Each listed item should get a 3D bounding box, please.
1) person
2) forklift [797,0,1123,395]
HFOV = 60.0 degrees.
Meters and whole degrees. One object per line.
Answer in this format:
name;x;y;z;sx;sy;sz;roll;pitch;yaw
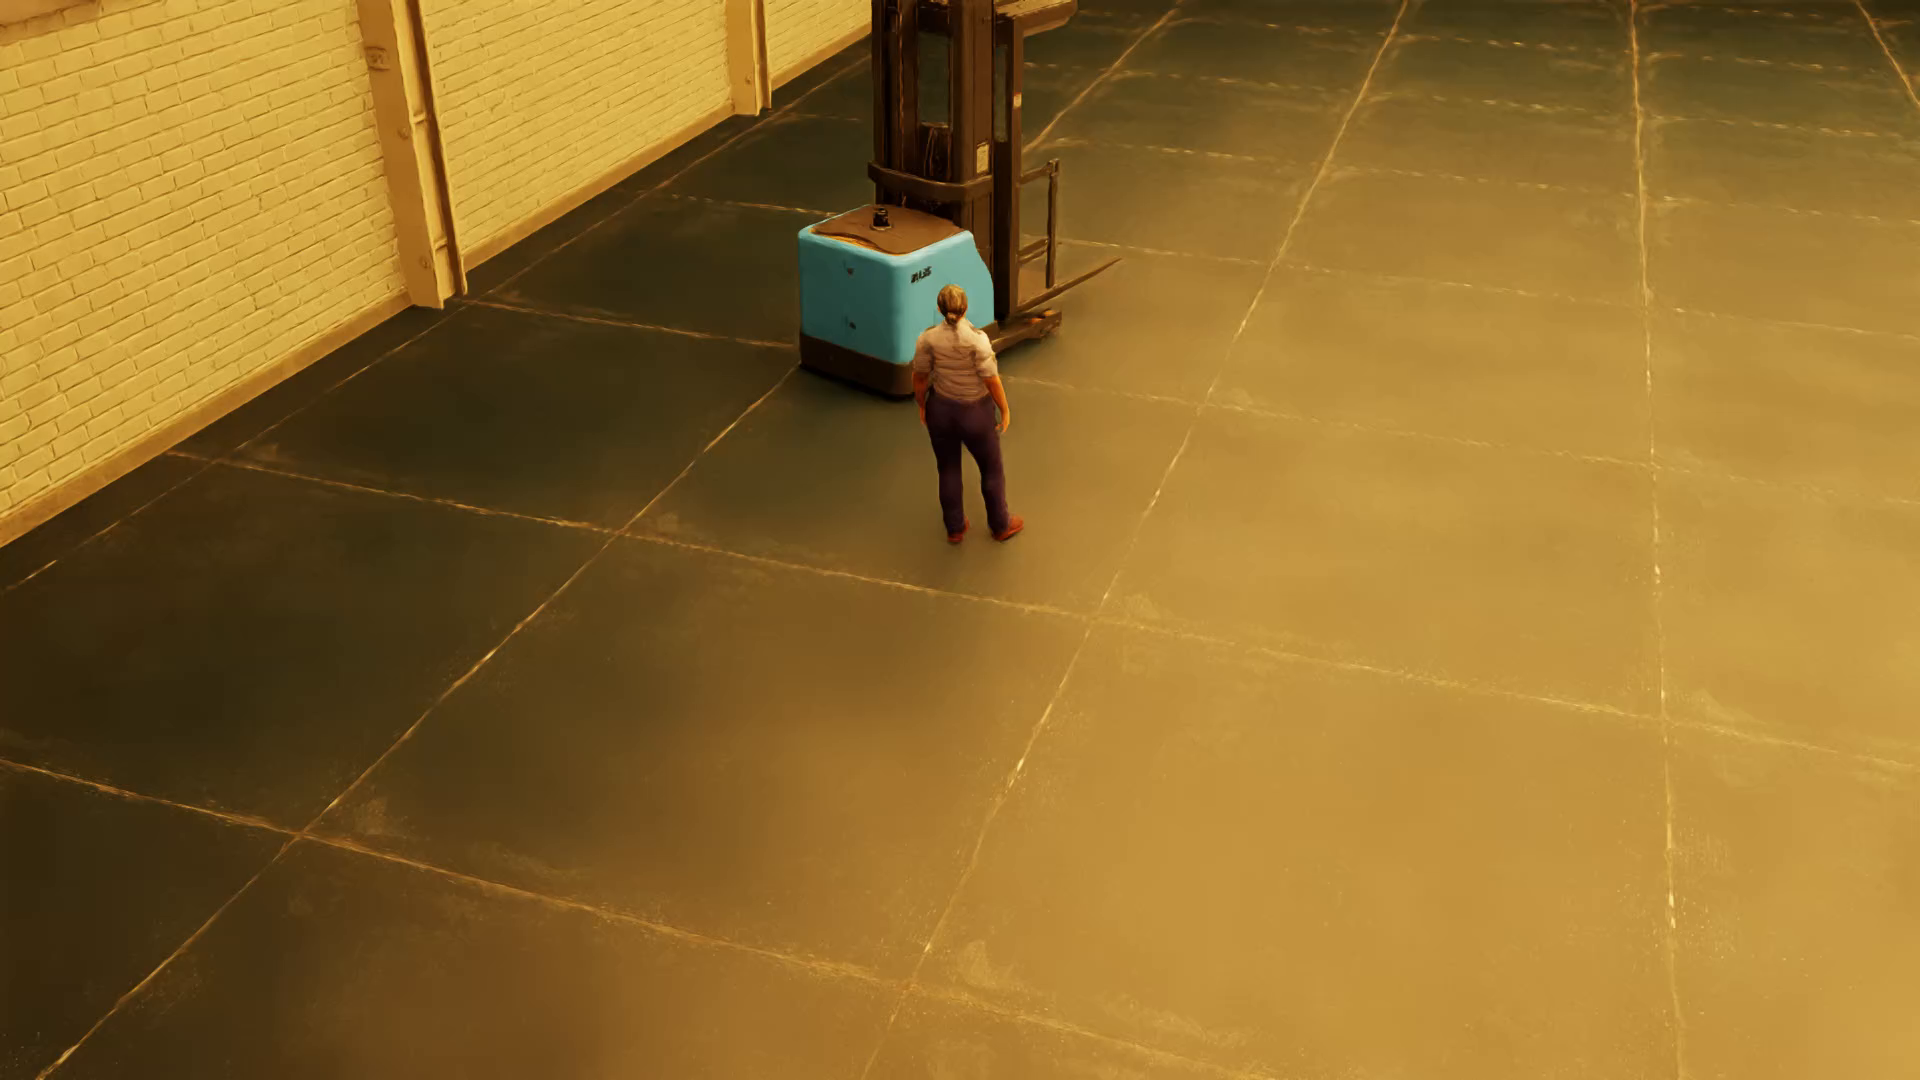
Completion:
person;0.051;-0.760;9.752;0.599;1.650;0.502;10;31;16
forklift;0.140;-2.956;12.322;1.130;2.935;3.031;22;36;33
